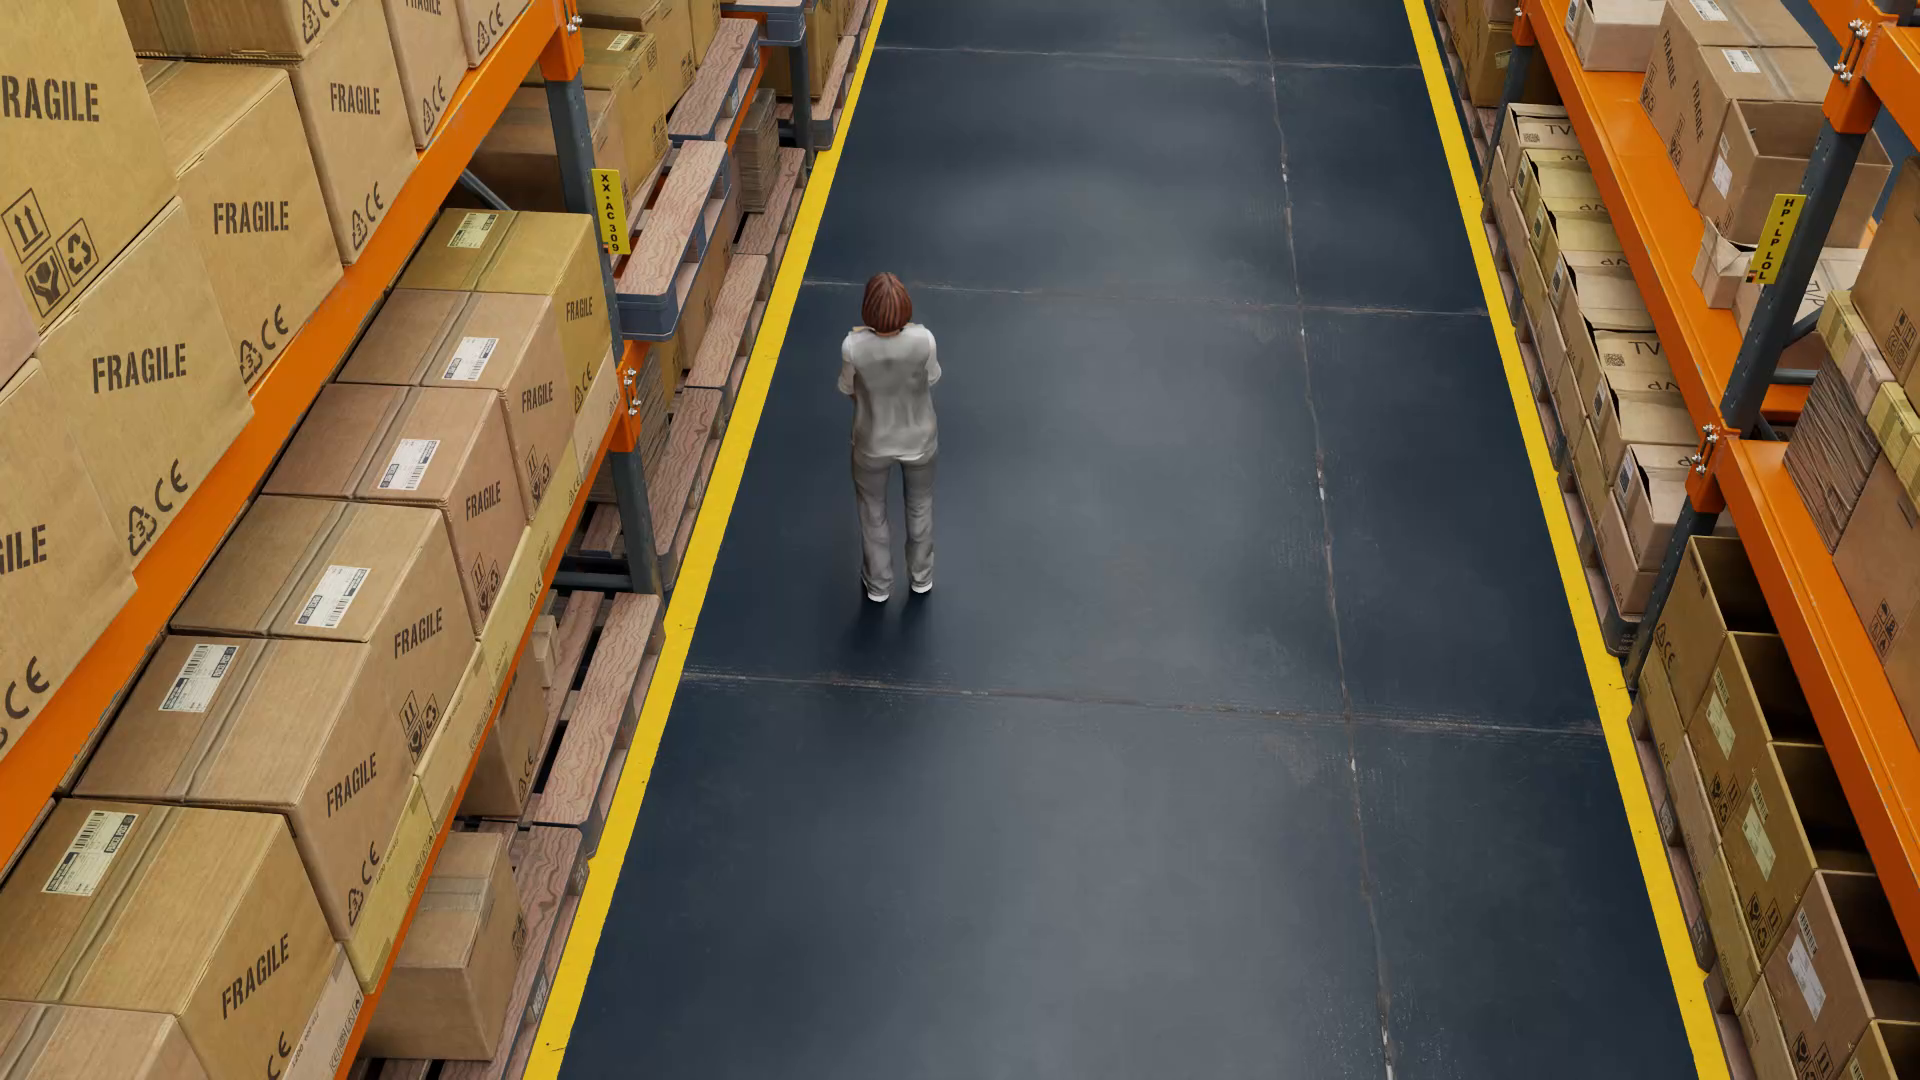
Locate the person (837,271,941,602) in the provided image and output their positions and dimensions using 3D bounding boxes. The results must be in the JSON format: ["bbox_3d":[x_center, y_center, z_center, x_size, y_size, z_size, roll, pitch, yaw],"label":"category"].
[{"bbox_3d":[-0.278,-0.450,6.693,0.408,1.589,0.490,-5,41,-6],"label":"person"}]
